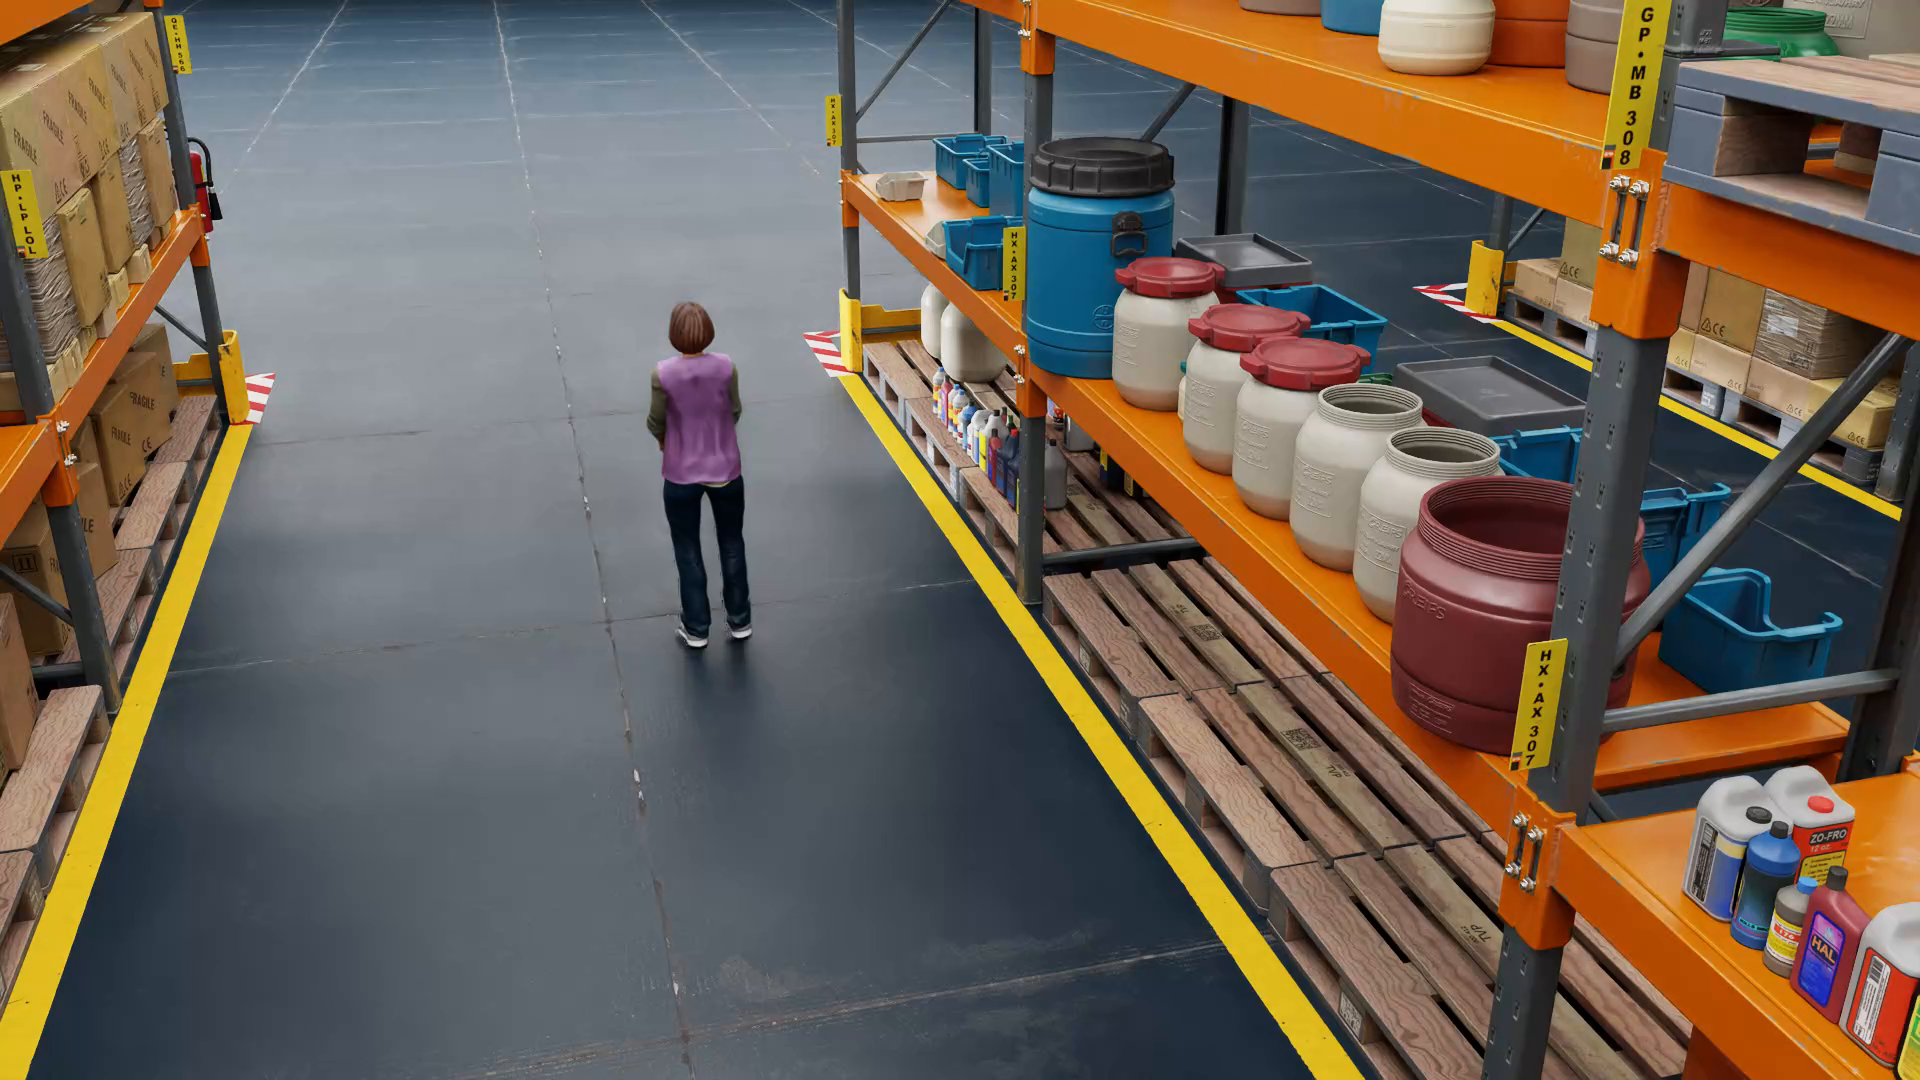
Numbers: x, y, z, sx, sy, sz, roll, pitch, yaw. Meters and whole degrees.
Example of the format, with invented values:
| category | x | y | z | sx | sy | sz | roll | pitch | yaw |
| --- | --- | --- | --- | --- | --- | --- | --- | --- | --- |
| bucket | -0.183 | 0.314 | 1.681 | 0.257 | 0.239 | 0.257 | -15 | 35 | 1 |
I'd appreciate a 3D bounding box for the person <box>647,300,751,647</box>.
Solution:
| category | x | y | z | sx | sy | sz | roll | pitch | yaw |
| --- | --- | --- | --- | --- | --- | --- | --- | --- | --- |
| person | -1.153 | -0.307 | 7.318 | 0.414 | 1.599 | 0.476 | -6 | 24 | -14 |
